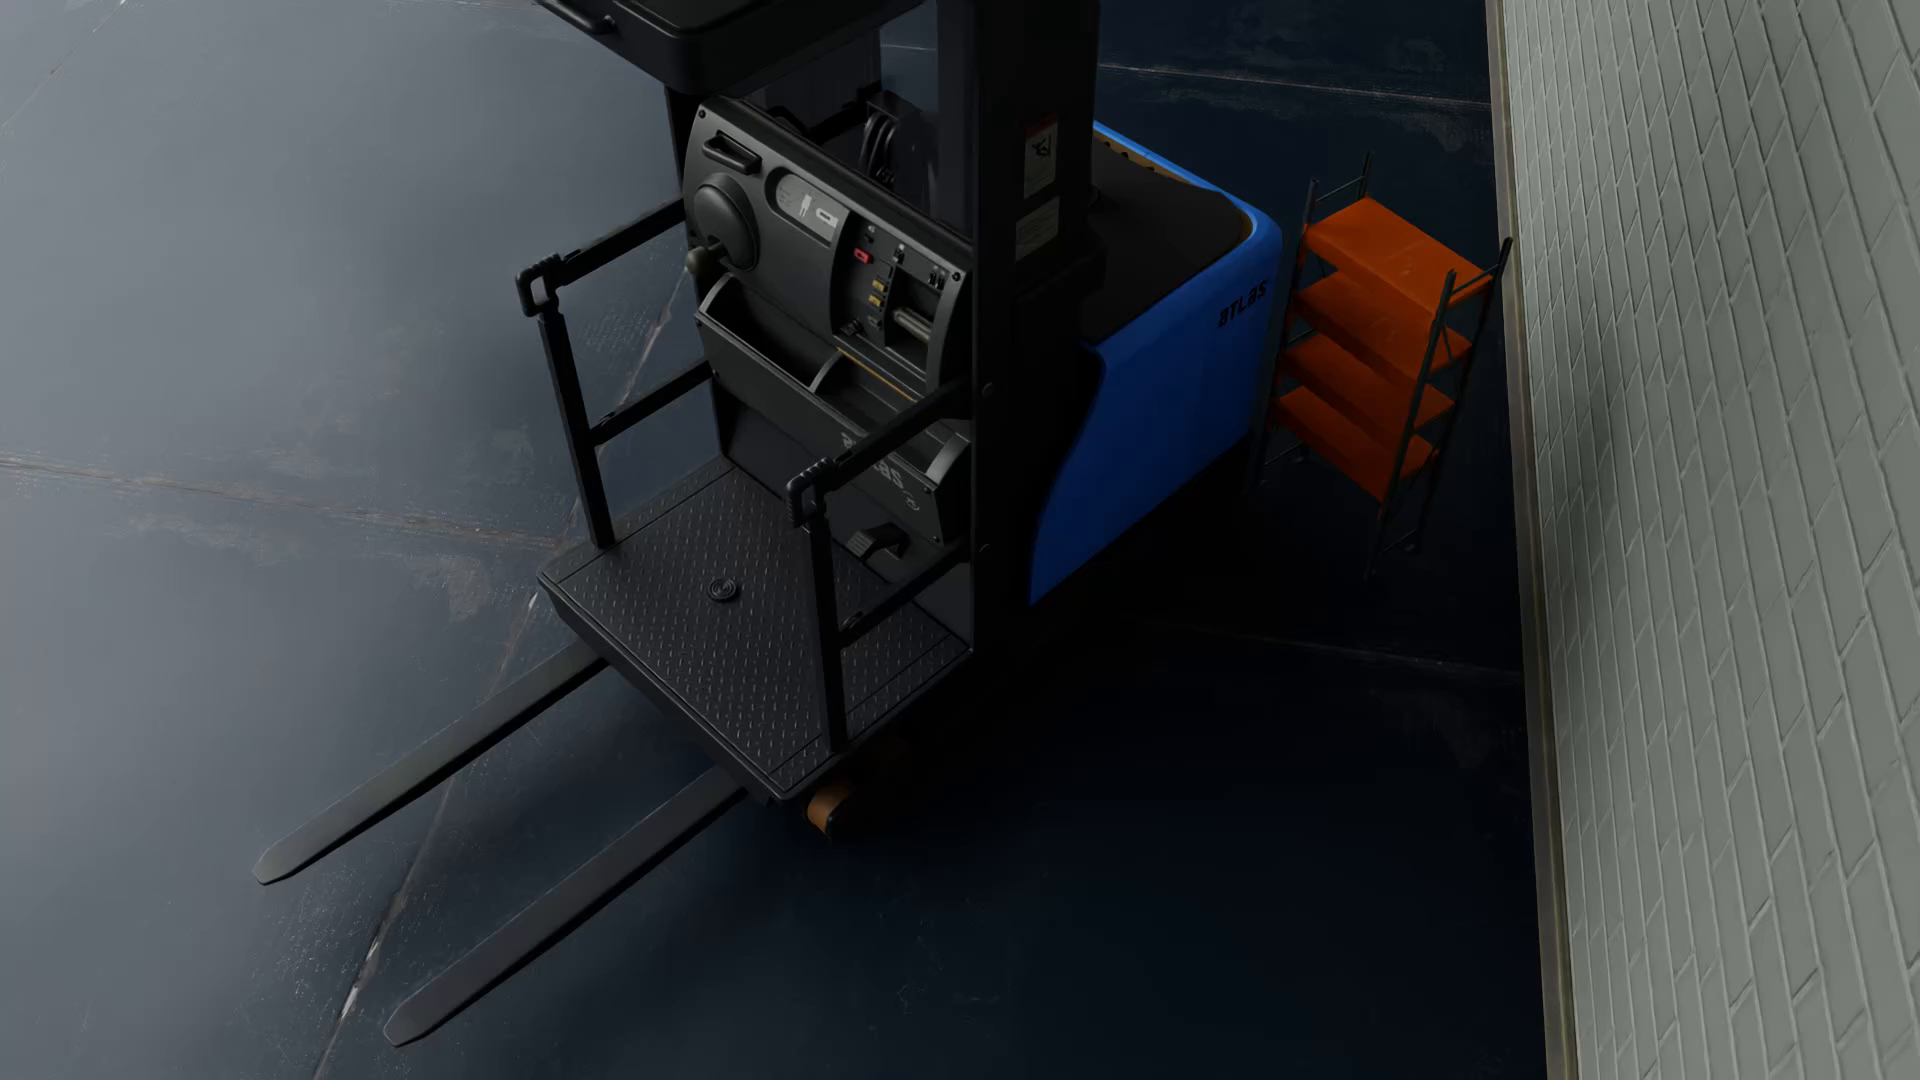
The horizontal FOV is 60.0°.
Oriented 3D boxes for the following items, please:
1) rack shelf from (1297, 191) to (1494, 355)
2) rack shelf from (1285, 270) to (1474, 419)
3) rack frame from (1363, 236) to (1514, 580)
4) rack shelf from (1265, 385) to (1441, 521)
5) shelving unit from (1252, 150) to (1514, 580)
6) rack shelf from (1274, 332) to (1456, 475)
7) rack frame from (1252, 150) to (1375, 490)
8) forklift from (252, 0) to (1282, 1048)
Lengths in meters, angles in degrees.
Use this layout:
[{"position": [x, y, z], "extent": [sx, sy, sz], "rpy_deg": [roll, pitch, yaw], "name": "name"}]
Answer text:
[{"position": [1.198, -0.742, 4.581], "extent": [0.258, 0.148, 0.480], "rpy_deg": [-30, 55, -24], "name": "rack shelf"}, {"position": [1.198, -0.583, 4.757], "extent": [0.258, 0.148, 0.480], "rpy_deg": [-30, 55, -24], "name": "rack shelf"}, {"position": [1.346, -0.335, 4.744], "extent": [0.240, 1.200, 0.015], "rpy_deg": [-30, 55, -24], "name": "rack frame"}, {"position": [1.197, -0.301, 5.071], "extent": [0.258, 0.148, 0.480], "rpy_deg": [-30, 55, -24], "name": "rack shelf"}, {"position": [1.198, -0.479, 4.873], "extent": [0.258, 1.200, 0.503], "rpy_deg": [-30, 55, -24], "name": "shelving unit"}, {"position": [1.198, -0.434, 4.923], "extent": [0.258, 0.148, 0.480], "rpy_deg": [-30, 55, -24], "name": "rack shelf"}, {"position": [1.049, -0.623, 5.003], "extent": [0.240, 1.200, 0.015], "rpy_deg": [-30, 55, -24], "name": "rack frame"}, {"position": [-0.485, -0.616, 3.833], "extent": [1.130, 2.935, 3.031], "rpy_deg": [37, 58, 28], "name": "forklift"}]
